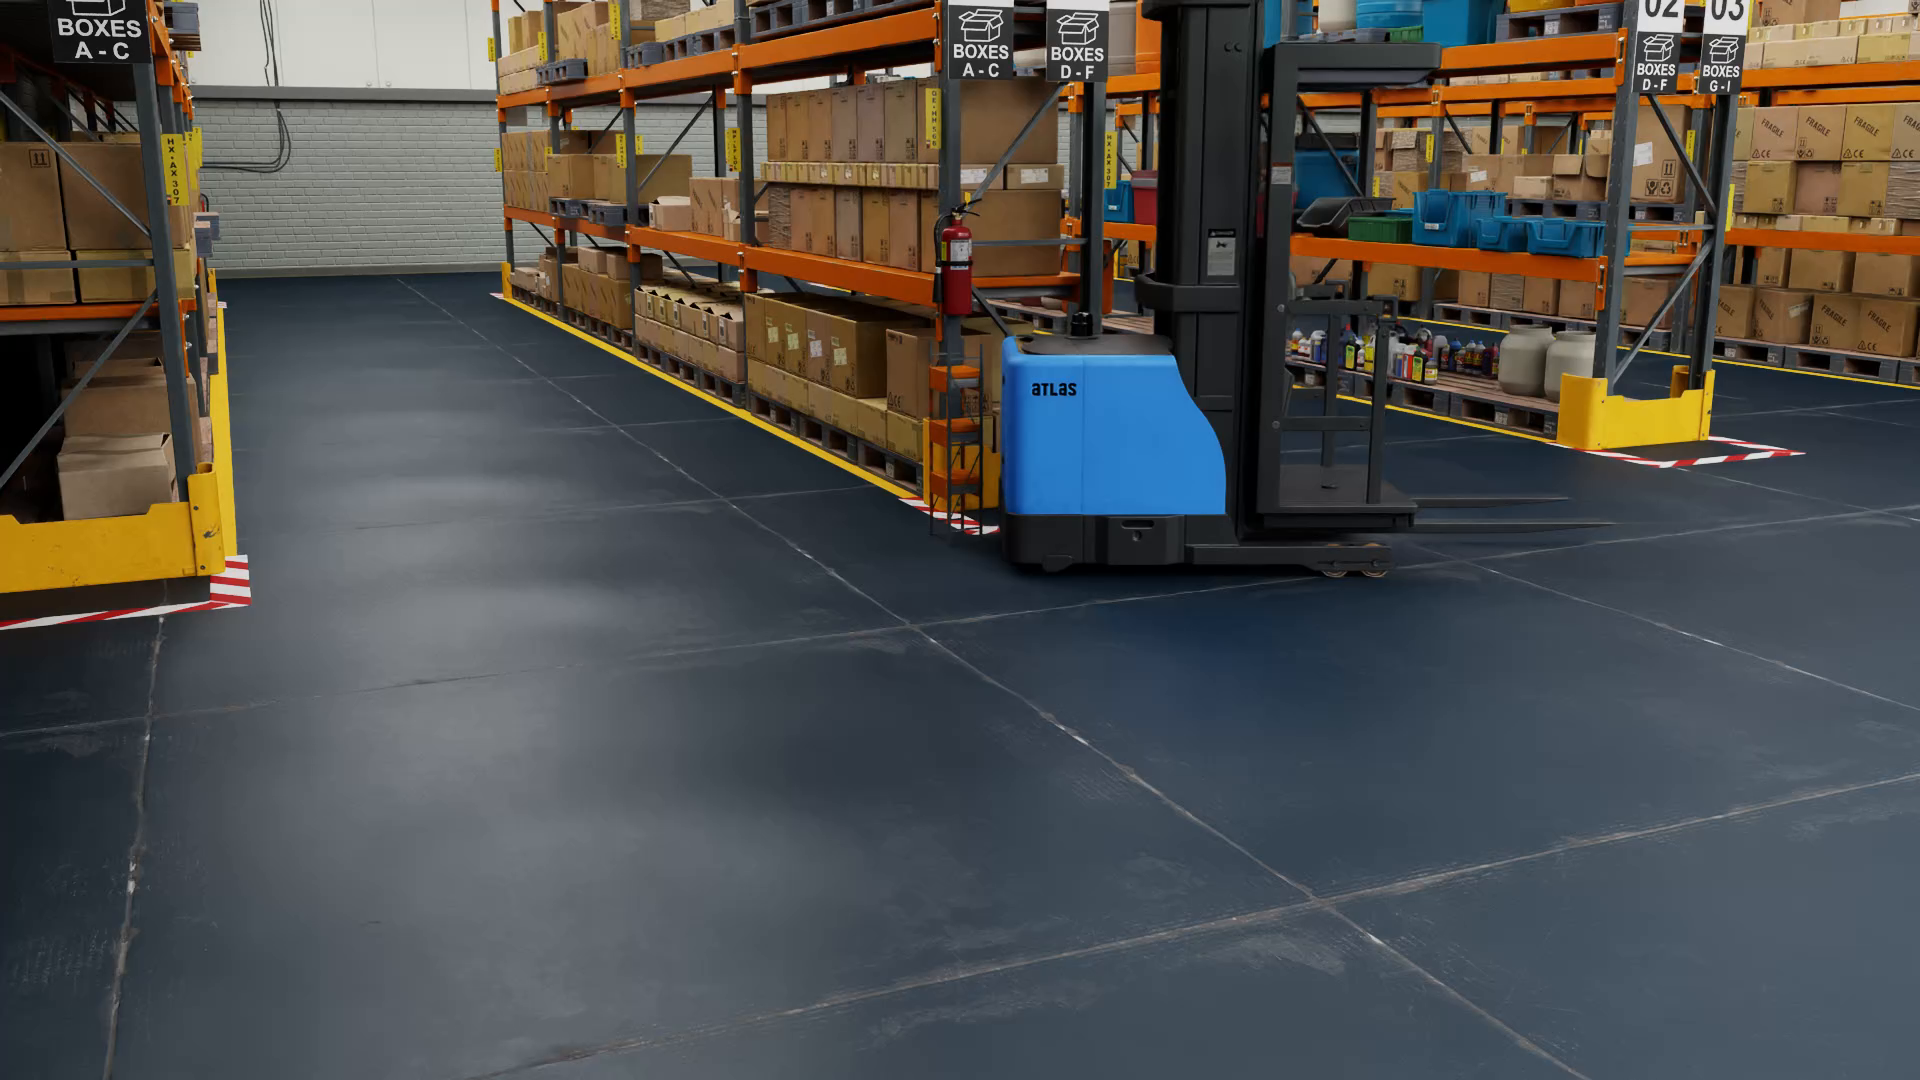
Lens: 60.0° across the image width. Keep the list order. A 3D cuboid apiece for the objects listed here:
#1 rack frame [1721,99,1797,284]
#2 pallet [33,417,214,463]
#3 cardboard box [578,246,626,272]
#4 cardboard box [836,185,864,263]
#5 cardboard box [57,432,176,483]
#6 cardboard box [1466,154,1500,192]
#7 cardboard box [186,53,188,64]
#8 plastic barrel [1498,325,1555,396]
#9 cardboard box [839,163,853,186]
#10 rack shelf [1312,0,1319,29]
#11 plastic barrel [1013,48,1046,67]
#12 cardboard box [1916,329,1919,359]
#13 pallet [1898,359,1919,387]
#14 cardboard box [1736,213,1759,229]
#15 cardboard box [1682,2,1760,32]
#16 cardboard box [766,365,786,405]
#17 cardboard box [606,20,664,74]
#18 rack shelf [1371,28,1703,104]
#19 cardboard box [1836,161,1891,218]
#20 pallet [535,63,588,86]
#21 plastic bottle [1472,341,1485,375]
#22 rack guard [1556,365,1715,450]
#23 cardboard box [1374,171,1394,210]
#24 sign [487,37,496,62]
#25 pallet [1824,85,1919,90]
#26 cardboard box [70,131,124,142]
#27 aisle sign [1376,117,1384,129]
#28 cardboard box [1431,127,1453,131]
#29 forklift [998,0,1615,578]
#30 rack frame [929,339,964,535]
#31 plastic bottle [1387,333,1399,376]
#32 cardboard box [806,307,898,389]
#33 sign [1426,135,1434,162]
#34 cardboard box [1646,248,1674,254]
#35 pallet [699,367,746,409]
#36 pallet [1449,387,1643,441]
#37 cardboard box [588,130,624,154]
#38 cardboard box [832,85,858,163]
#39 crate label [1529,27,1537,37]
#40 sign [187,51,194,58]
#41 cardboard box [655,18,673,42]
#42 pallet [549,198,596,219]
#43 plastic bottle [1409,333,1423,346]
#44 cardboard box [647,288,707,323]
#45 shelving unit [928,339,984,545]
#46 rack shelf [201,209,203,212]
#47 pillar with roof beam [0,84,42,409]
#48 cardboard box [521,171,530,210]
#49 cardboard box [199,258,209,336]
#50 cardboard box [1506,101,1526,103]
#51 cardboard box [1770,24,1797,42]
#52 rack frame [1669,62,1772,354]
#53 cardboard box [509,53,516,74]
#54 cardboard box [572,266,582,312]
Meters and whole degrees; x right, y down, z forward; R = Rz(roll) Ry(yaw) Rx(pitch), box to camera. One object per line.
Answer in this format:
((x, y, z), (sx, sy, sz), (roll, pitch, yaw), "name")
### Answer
((10.818, -4.685, 22.460), (1.000, 3.000, 0.127), (-6, 14, -23), "rack frame")
((-5.479, -0.595, 10.974), (1.003, 0.211, 1.213), (-6, 14, -23), "pallet")
((-4.077, -3.224, 19.051), (0.500, 0.250, 0.500), (-6, 14, -23), "cardboard box")
((-0.439, -2.177, 11.402), (0.700, 0.500, 0.500), (-5, 14, -21), "cardboard box")
((-4.601, -0.436, 9.089), (0.500, 0.311, 0.500), (-4, 14, -18), "cardboard box")
((6.486, -4.403, 20.090), (0.500, 0.500, 0.500), (-8, 15, -30), "cardboard box")
((-9.628, -5.868, 20.100), (0.500, 0.250, 0.500), (-6, 14, -25), "cardboard box")
((4.365, -1.383, 12.779), (0.421, 0.512, 0.421), (0, 13, 0), "plastic barrel")
((-0.592, -2.458, 11.177), (0.380, 0.149, 0.250), (-6, 14, -24), "cardboard box")
((5.432, -7.049, 21.850), (1.077, 0.370, 4.000), (-6, 14, -23), "rack shelf")
((0.847, -5.895, 19.805), (0.433, 0.535, 0.433), (0, 13, 0), "plastic barrel")
((8.932, -1.843, 14.792), (0.500, 0.500, 0.500), (-2, 13, -8), "cardboard box")
((9.114, -1.433, 14.595), (1.003, 0.211, 1.213), (-6, 14, -23), "pallet")
((7.860, -3.136, 16.323), (0.380, 0.149, 0.250), (-6, 14, -23), "cardboard box")
((7.738, -5.254, 17.105), (0.797, 0.503, 0.637), (-6, 14, -26), "cardboard box")
((-1.139, -1.176, 12.464), (0.500, 0.250, 0.500), (-6, 14, -23), "cardboard box")
((-3.051, -4.961, 16.779), (0.910, 0.500, 0.500), (-6, 14, -23), "cardboard box")
((4.098, -3.682, 13.069), (1.077, 0.370, 4.000), (-6, 14, -23), "rack shelf")
((8.582, -3.219, 15.244), (0.875, 0.500, 0.500), (-6, 14, -23), "cardboard box")
((-4.251, -5.419, 19.396), (1.213, 0.211, 1.003), (-6, 14, -23), "pallet")
((4.321, -1.516, 13.845), (0.097, 0.271, 0.097), (0, 13, 0), "plastic bottle")
((4.826, -0.951, 11.872), (1.175, 0.500, 0.348), (-6, 14, -23), "rack guard")
((5.614, -4.490, 21.395), (0.500, 0.500, 0.500), (-6, 14, -23), "cardboard box")
((-6.547, -6.855, 23.245), (0.100, 0.325, 0.005), (-6, 14, -23), "sign")
((11.575, -5.695, 20.592), (1.003, 0.211, 1.213), (-5, 14, -20), "pallet")
((-7.802, -3.555, 14.988), (0.500, 0.250, 0.500), (-5, 14, -21), "cardboard box")
((7.309, -7.592, 29.257), (0.394, 0.787, 0.004), (-6, 14, -23), "aisle sign")
((8.153, -6.584, 27.565), (0.500, 0.500, 0.500), (-6, 14, -25), "cardboard box")
((1.727, -1.364, 8.264), (3.031, 2.935, 1.130), (0, 13, -1), "forklift")
((-0.070, -0.548, 8.908), (0.200, 1.050, 0.008), (-6, 14, -23), "rack frame")
((3.561, -1.538, 13.764), (0.144, 0.351, 0.185), (-5, 14, -21), "plastic bottle")
((-0.741, -1.334, 11.485), (0.500, 0.500, 0.500), (-6, 14, -23), "cardboard box")
((5.726, -4.771, 20.265), (0.100, 0.325, 0.005), (-6, 14, -23), "sign")
((10.110, -3.892, 23.645), (0.500, 0.500, 0.500), (-5, 14, -21), "cardboard box")
((-1.574, -1.328, 14.138), (1.003, 0.211, 1.213), (-6, 14, -23), "pallet")
((4.505, -0.979, 12.632), (1.003, 0.211, 1.213), (-6, 14, -23), "pallet")
((-4.379, -4.849, 20.729), (0.500, 0.500, 0.500), (-5, 14, -21), "cardboard box")
((-0.456, -2.816, 11.286), (0.700, 0.500, 0.500), (-6, 14, -23), "cardboard box")
((4.452, -3.963, 13.019), (0.502, 0.251, 0.408), (-6, 14, -23), "crate label")
((-10.084, -6.469, 21.727), (0.100, 0.325, 0.005), (-6, 14, -23), "sign")
((-2.612, -4.868, 16.000), (0.500, 0.250, 0.500), (-7, 15, -27), "cardboard box")
((-4.227, -3.922, 19.589), (1.003, 0.211, 1.213), (-6, 14, -23), "pallet")
((3.942, -1.647, 14.383), (0.061, 0.283, 0.133), (-6, 14, -23), "plastic bottle")
((-2.686, -2.260, 15.904), (0.500, 0.311, 0.500), (-6, 14, -24), "cardboard box")
((-0.021, -0.523, 8.799), (0.215, 1.050, 0.252), (-6, 14, -23), "shelving unit")
((-9.786, -3.805, 20.253), (1.077, 0.370, 4.000), (-6, 14, -23), "rack shelf")
((-3.710, -5.881, 14.321), (9.100, 9.000, 0.400), (-6, 14, -23), "pillar with roof beam")
((-5.505, -4.636, 22.029), (0.500, 0.500, 0.500), (-5, 14, -22), "cardboard box")
((-7.902, -2.418, 16.503), (0.750, 0.750, 0.750), (-6, 14, -23), "cardboard box")
((8.772, -6.977, 26.042), (0.500, 0.250, 0.500), (-5, 14, -22), "cardboard box")
((7.942, -4.812, 15.805), (0.380, 0.149, 0.250), (-6, 14, -23), "cardboard box")
((7.835, -3.432, 17.044), (1.000, 3.000, 0.127), (-6, 14, -23), "rack frame")
((-5.683, -6.312, 22.063), (0.500, 0.250, 0.500), (-6, 14, -23), "cardboard box")
((-4.253, -2.956, 19.556), (0.500, 0.500, 0.500), (-5, 14, -22), "cardboard box")
